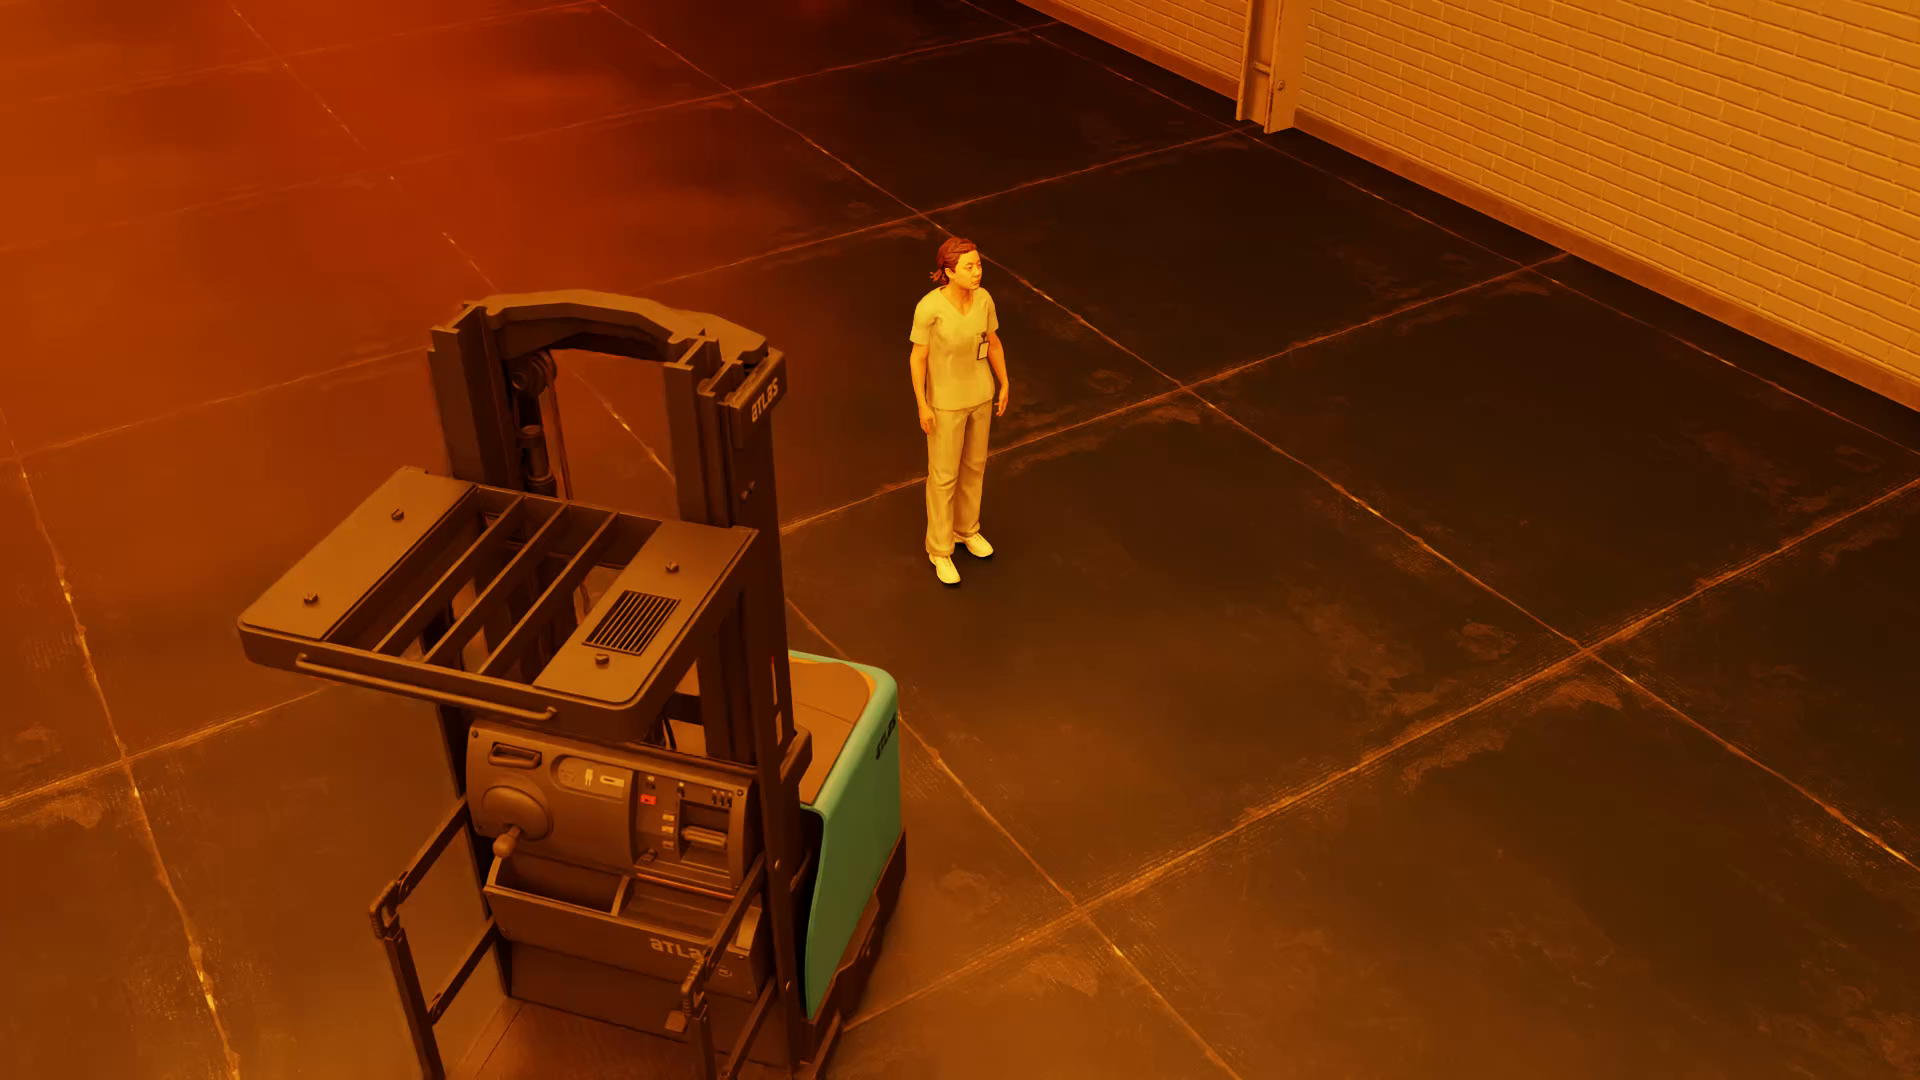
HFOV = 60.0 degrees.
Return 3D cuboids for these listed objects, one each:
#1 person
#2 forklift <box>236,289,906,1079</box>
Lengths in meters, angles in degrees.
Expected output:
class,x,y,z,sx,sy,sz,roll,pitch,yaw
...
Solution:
class,x,y,z,sx,sy,sz,roll,pitch,yaw
person,0.010,-0.601,8.240,0.519,1.360,0.395,-21,40,-27
forklift,-1.138,0.888,4.884,1.130,2.935,3.031,10,36,14
